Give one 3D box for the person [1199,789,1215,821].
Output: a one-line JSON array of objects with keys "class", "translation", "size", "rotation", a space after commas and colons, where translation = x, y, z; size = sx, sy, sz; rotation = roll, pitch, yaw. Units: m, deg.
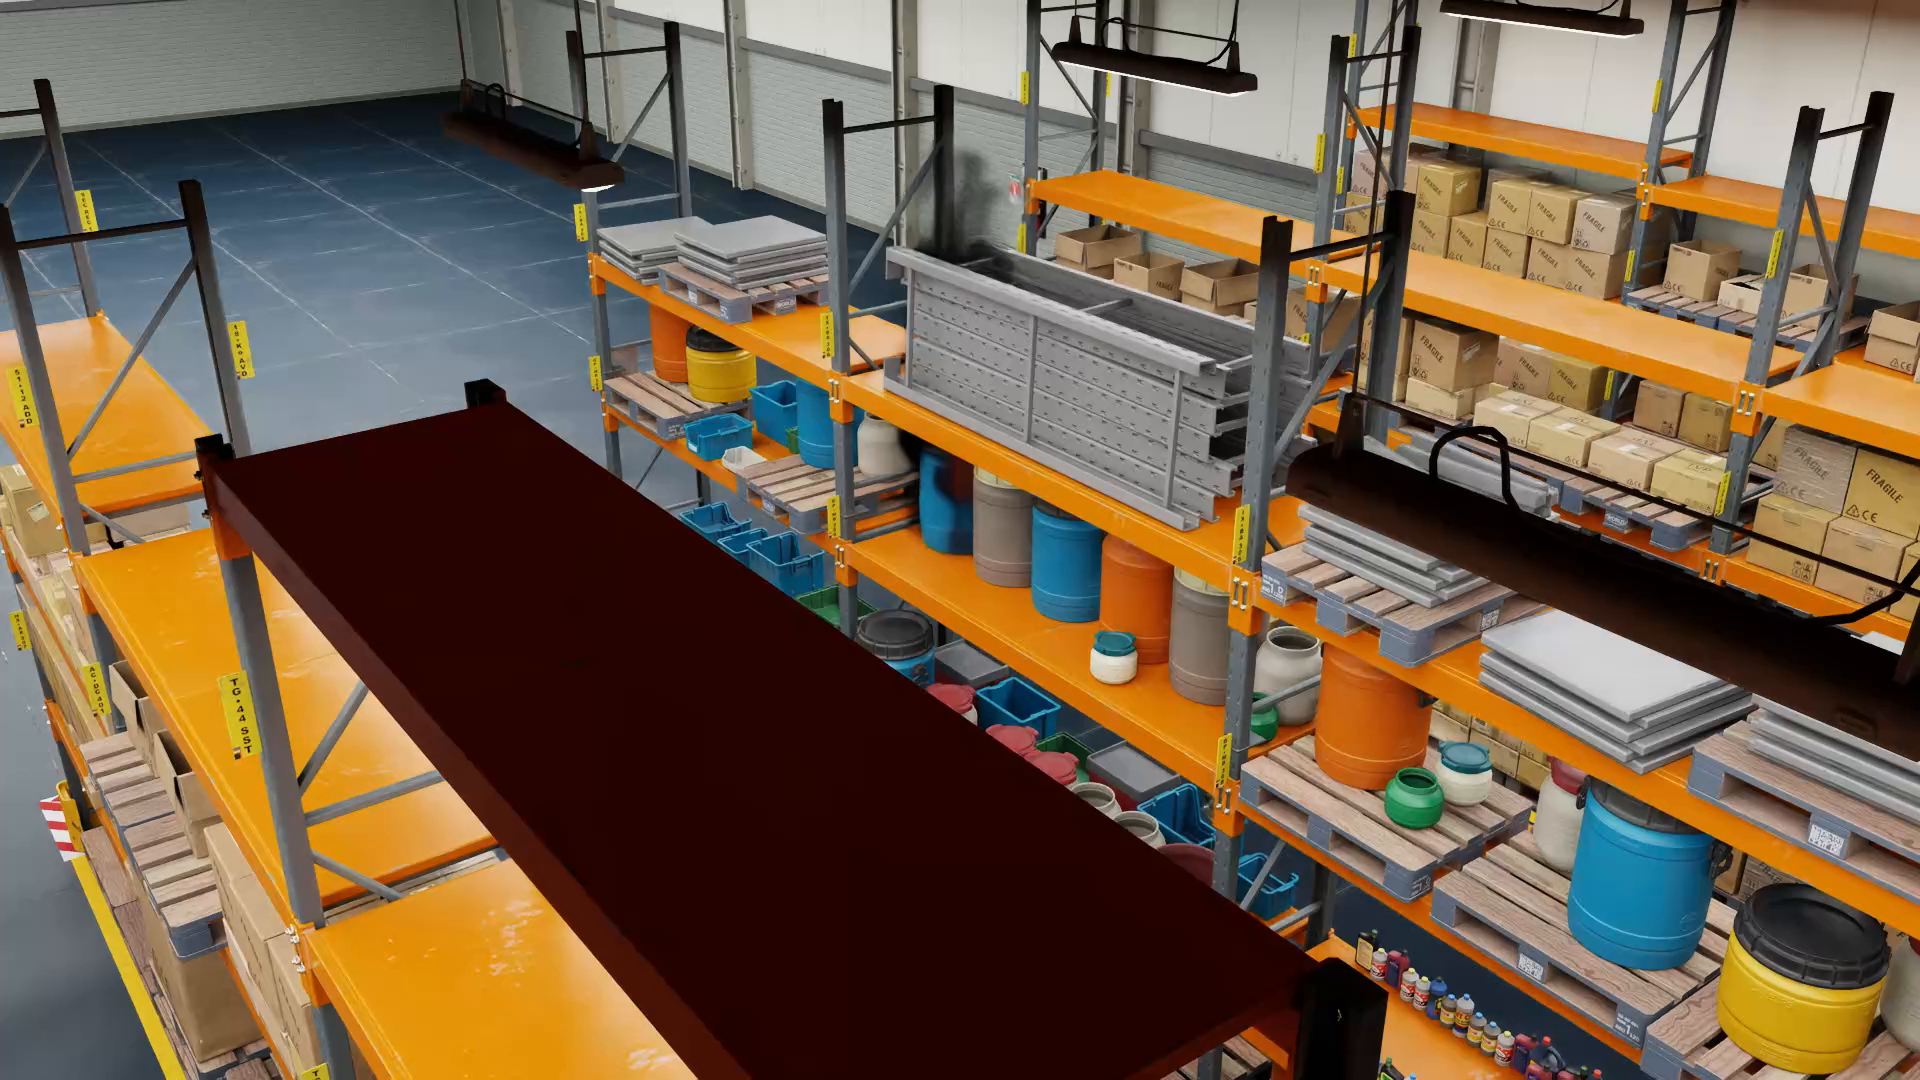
[{"class": "person", "translation": [1.984, 1.499, 13.169], "size": [0.651, 1.637, 0.506], "rotation": [20, 31, 36]}]
